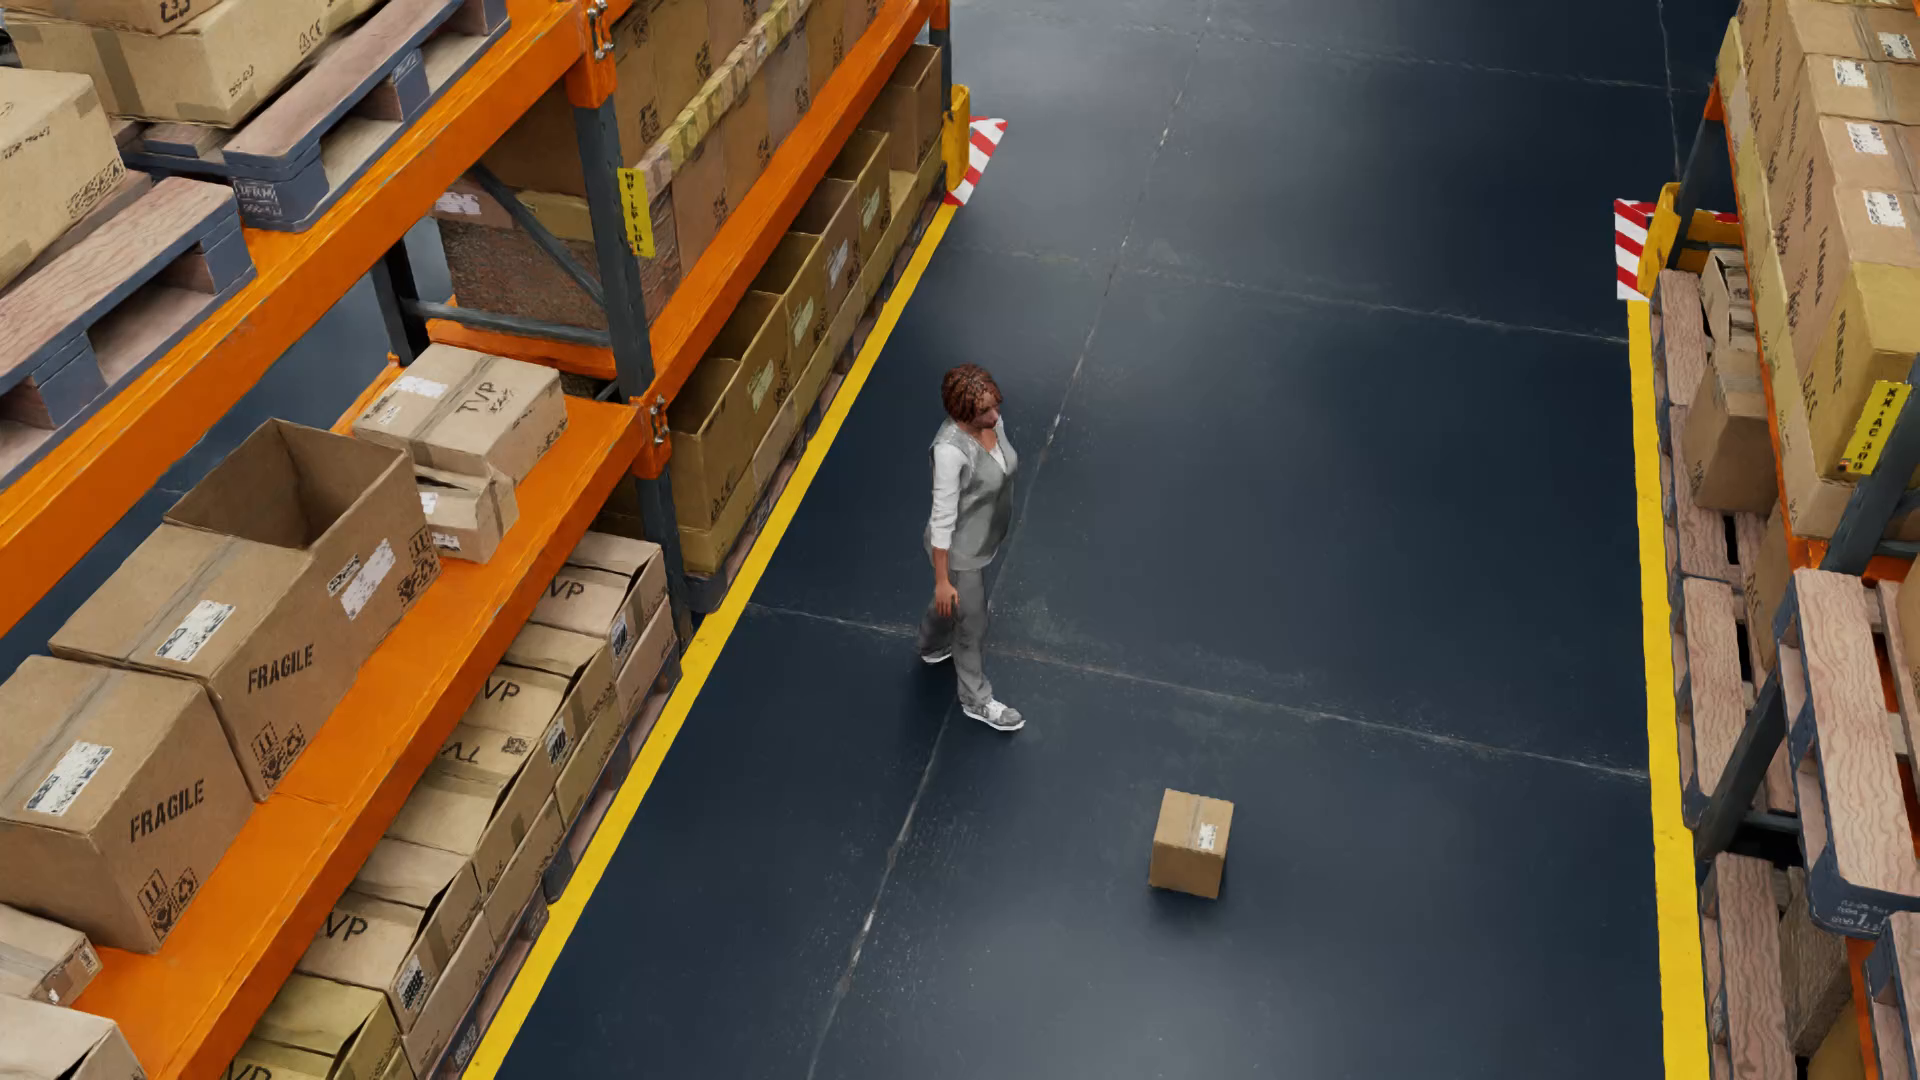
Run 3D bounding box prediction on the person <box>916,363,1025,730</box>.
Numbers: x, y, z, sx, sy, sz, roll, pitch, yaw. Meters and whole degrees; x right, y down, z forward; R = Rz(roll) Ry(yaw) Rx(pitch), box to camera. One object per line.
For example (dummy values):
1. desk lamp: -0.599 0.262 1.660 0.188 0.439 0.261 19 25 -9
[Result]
1. person: 0.040 0.020 6.120 0.533 1.587 0.596 14 44 16
